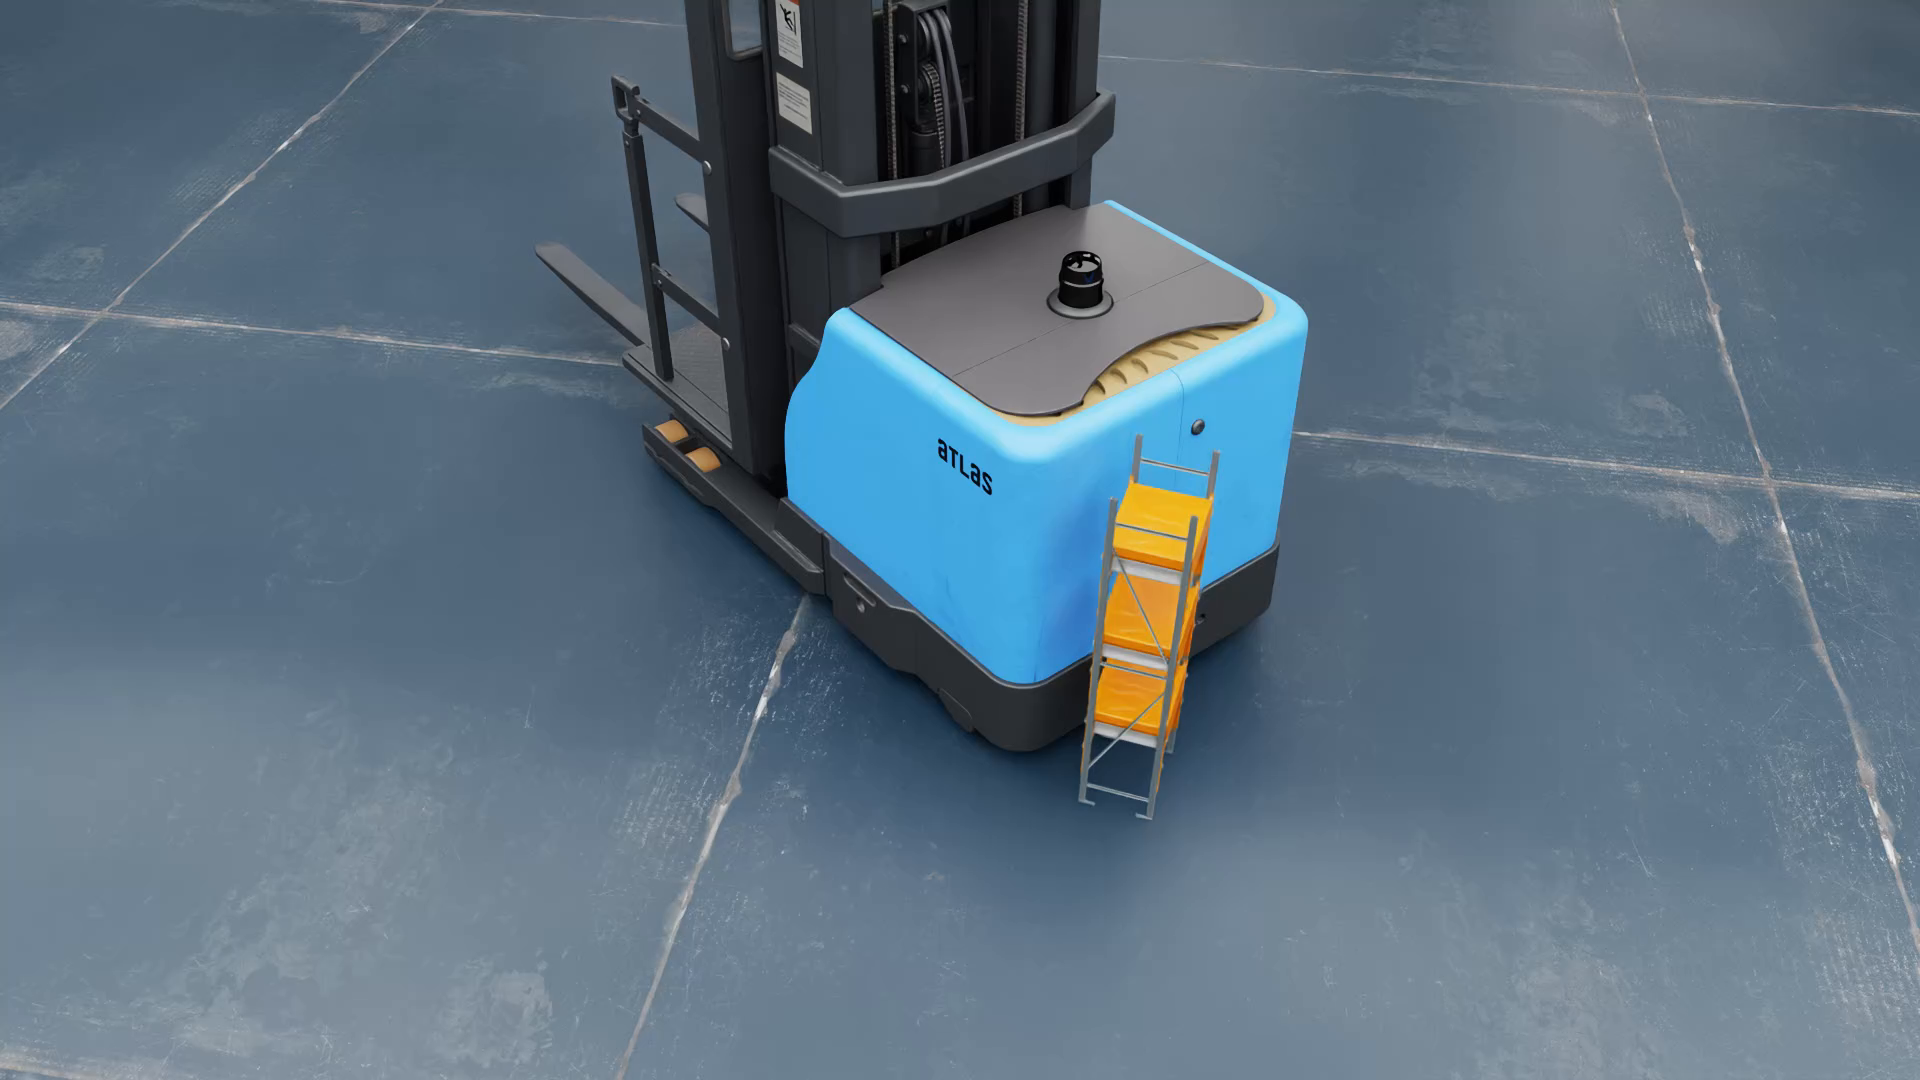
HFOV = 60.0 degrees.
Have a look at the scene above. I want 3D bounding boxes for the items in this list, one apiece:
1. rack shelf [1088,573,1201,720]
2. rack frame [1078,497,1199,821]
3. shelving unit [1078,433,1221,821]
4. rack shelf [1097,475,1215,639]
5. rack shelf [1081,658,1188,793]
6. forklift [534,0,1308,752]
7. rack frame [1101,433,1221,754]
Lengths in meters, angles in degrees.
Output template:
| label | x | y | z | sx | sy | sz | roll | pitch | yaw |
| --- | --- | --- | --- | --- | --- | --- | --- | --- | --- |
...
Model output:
| label | x | y | z | sx | sy | sz | roll | pitch | yaw |
| --- | --- | --- | --- | --- | --- | --- | --- | --- | --- |
| rack shelf | 0.457 | 0.251 | 4.128 | 0.215 | 0.259 | 0.240 | 13 | 43 | 13 |
| rack frame | 0.420 | 0.320 | 4.034 | 0.200 | 1.050 | 0.008 | 13 | 43 | 13 |
| shelving unit | 0.458 | 0.243 | 4.121 | 0.215 | 1.050 | 0.252 | 13 | 43 | 13 |
| rack shelf | 0.463 | 0.039 | 3.940 | 0.215 | 0.259 | 0.240 | 13 | 43 | 13 |
| rack shelf | 0.452 | 0.459 | 4.313 | 0.215 | 0.259 | 0.240 | 13 | 43 | 13 |
| forklift | -0.391 | -1.441 | 4.692 | 1.130 | 2.935 | 3.031 | -27 | 47 | -29 |
| rack frame | 0.495 | 0.167 | 4.209 | 0.200 | 1.050 | 0.008 | 13 | 43 | 13 |
